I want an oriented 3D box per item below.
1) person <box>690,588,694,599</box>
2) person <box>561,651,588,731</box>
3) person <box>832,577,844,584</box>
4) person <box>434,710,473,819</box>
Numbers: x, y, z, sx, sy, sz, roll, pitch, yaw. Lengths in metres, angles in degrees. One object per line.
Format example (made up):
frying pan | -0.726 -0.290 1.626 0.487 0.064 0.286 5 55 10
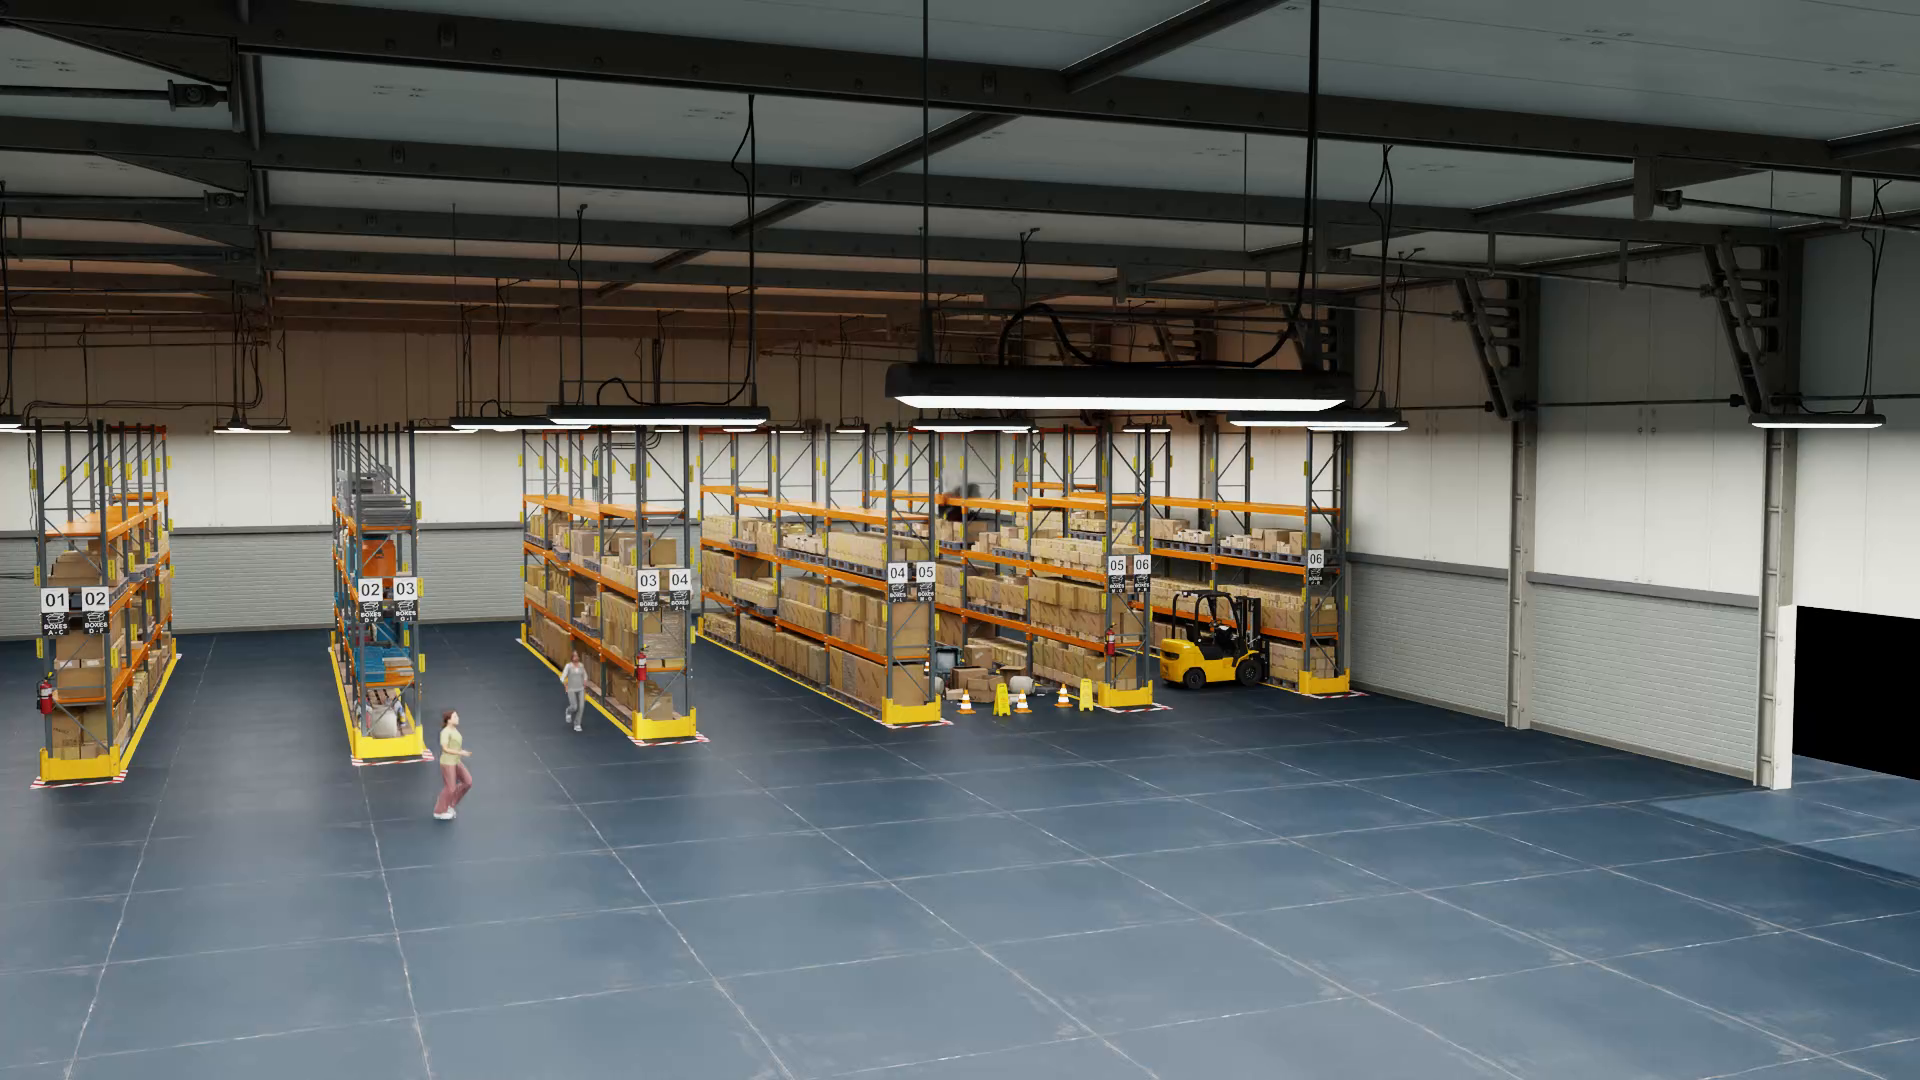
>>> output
person | -8.132 1.872 48.563 0.650 1.652 0.502 3 5 42
person | -7.479 2.928 32.339 0.527 1.542 0.560 -2 4 -30
person | -3.756 1.756 51.046 0.872 1.583 0.579 -1 4 -19
person | -7.560 3.344 24.808 0.609 1.634 0.596 0 4 4
